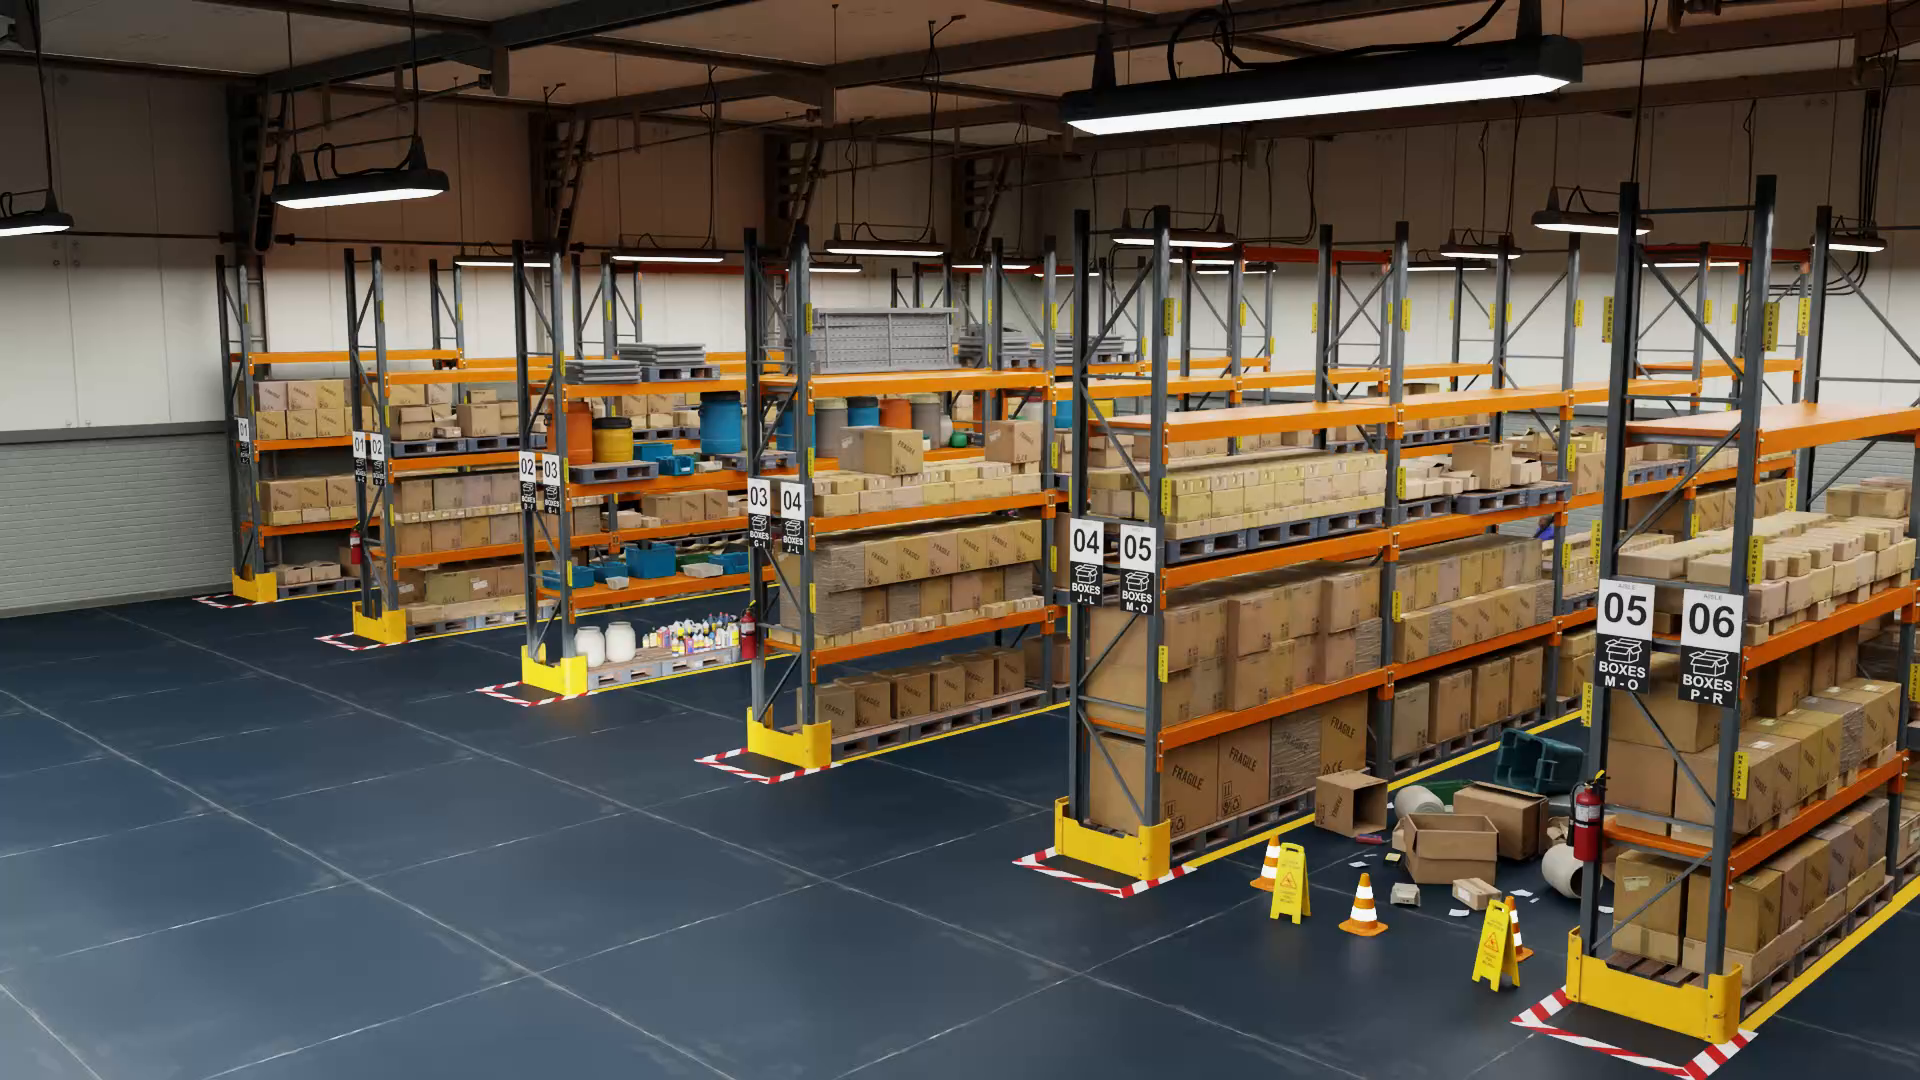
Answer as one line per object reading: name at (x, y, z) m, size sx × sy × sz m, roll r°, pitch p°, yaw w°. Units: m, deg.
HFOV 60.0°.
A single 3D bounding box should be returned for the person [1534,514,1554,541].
person at (10.003, 0.353, 28.374) m, size 0.926 × 1.620 × 0.593 m, roll -7°, pitch 11°, yaw -41°
